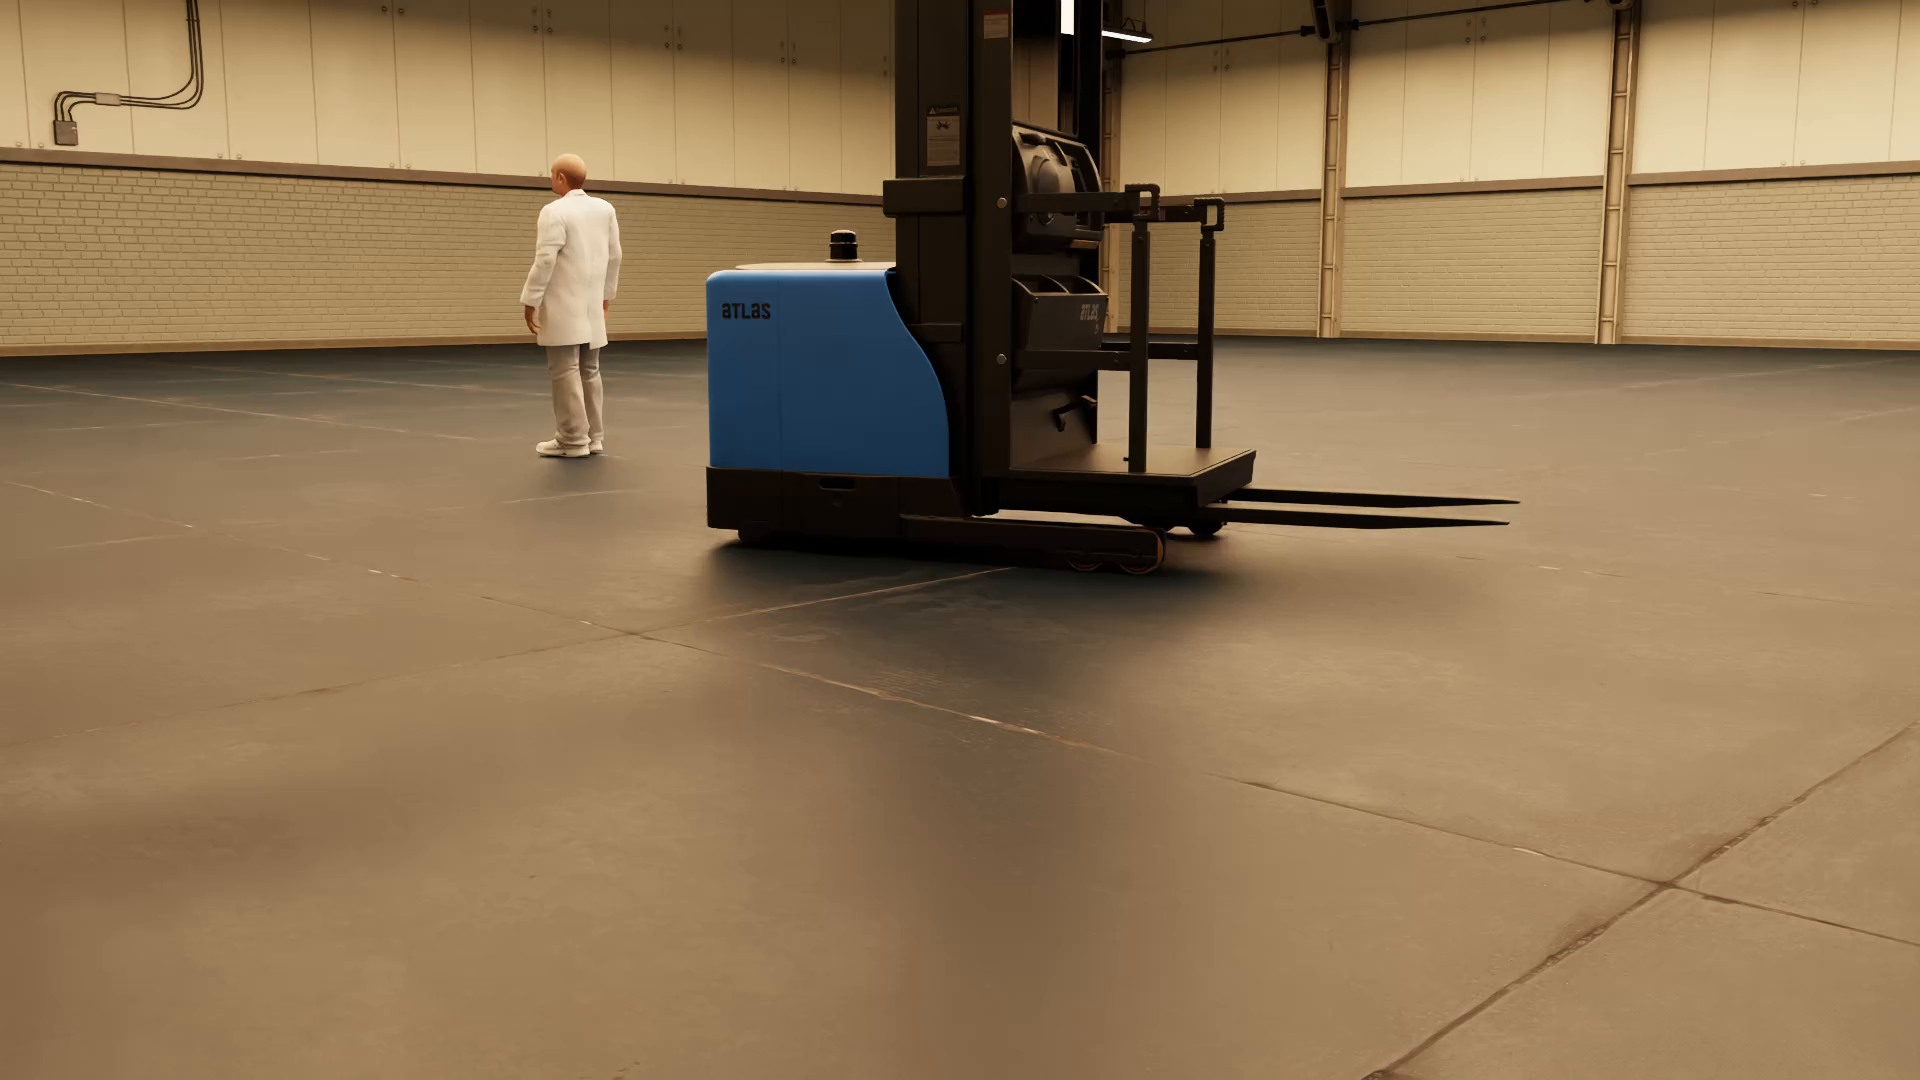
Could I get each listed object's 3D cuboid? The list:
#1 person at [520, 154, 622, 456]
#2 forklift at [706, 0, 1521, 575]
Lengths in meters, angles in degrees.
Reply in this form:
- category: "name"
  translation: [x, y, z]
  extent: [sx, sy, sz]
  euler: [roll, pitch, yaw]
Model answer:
- category: "person"
  translation: [-2.395, -1.396, 9.973]
  extent: [0.578, 1.778, 0.698]
  euler: [6, 10, 34]
- category: "forklift"
  translation: [0.565, -1.416, 6.275]
  extent: [3.031, 2.935, 1.130]
  euler: [3, 9, 22]
